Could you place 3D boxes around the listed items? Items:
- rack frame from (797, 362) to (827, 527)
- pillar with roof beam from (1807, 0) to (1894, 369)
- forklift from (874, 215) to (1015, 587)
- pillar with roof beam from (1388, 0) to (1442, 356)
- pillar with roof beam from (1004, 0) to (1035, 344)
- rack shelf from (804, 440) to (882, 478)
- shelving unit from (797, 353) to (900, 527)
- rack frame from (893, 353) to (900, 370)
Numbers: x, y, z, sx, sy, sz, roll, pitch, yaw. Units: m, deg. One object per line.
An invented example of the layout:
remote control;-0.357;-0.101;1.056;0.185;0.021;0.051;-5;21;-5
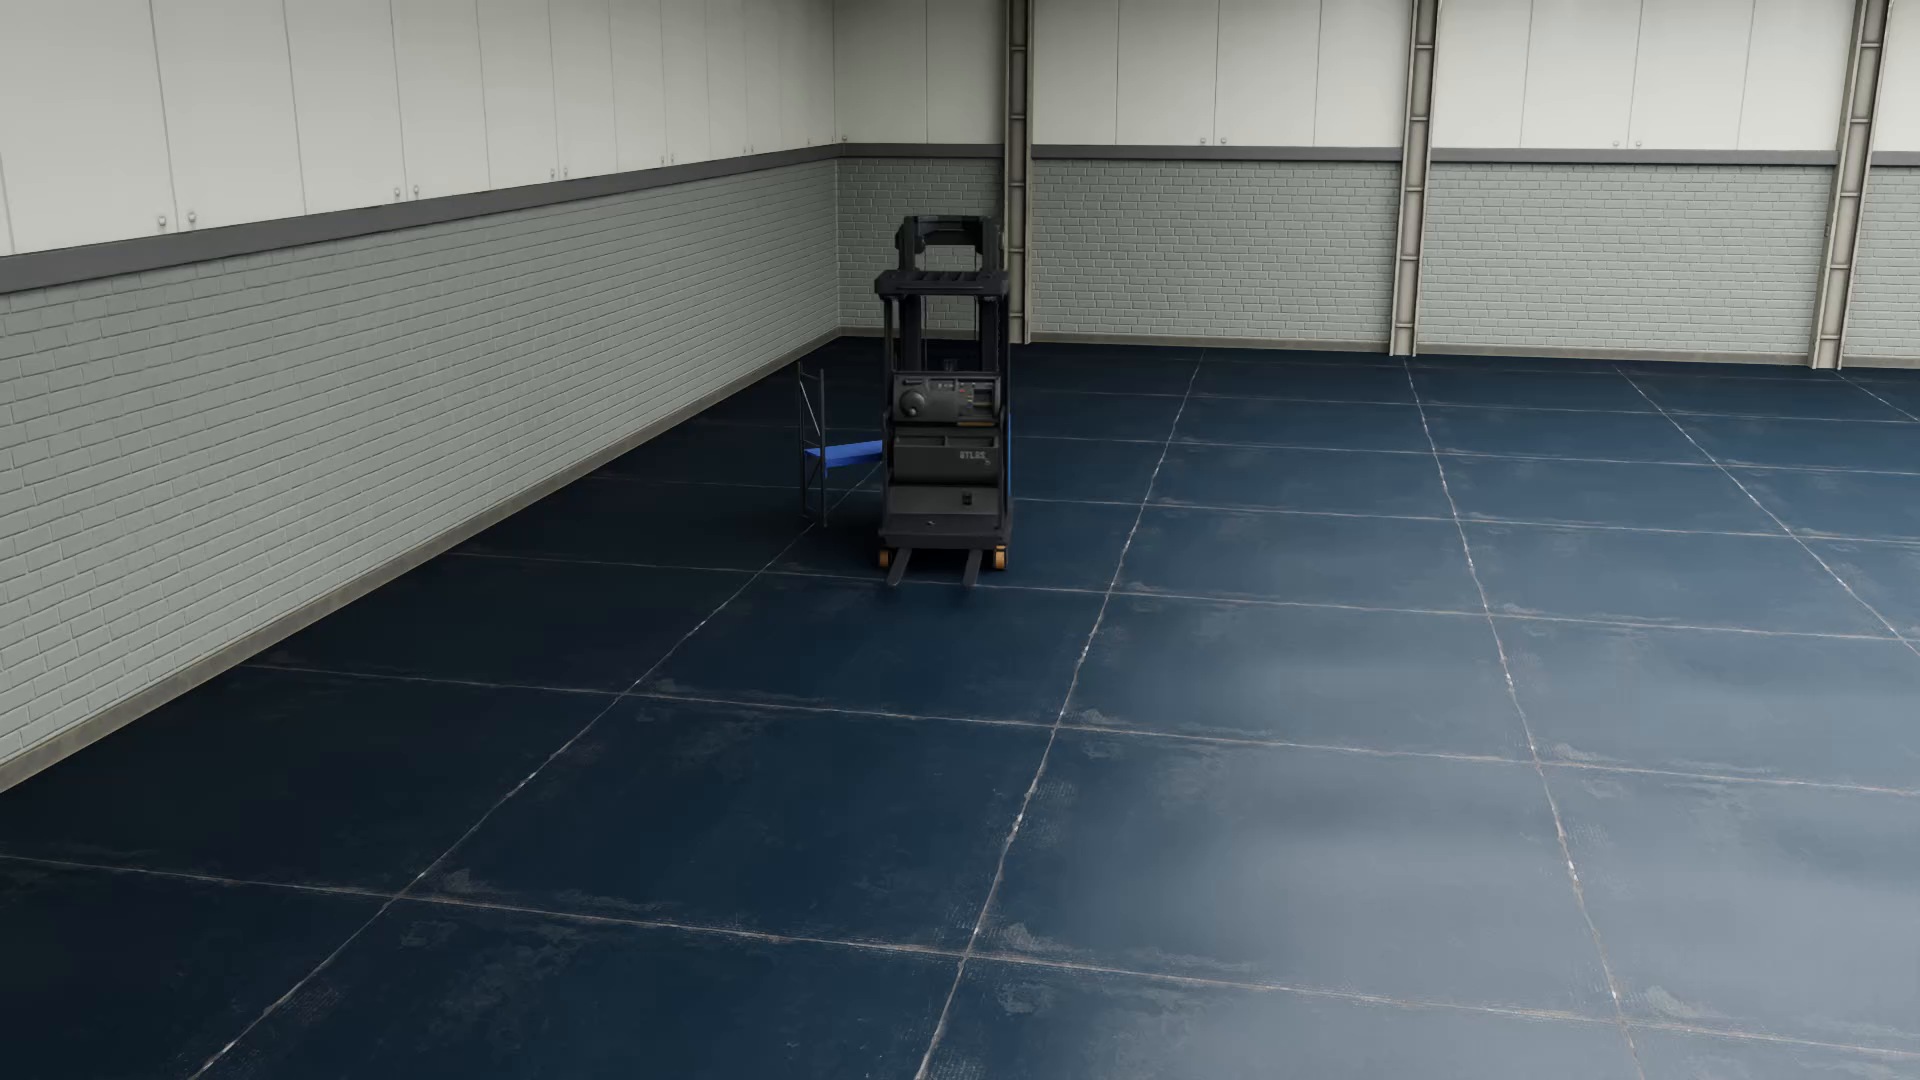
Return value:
rack frame;-1.397;-0.901;15.694;0.032;1.500;0.500;-9;18;-30
pillar with roof beam;11.816;-5.746;19.137;0.400;9.000;9.100;3;16;11
forklift;-0.129;-1.240;14.238;1.130;2.935;3.031;1;16;4
pillar with roof beam;5.936;-6.065;20.289;0.400;9.000;9.100;3;16;11
pillar with roof beam;0.056;-6.384;21.441;0.400;9.000;9.100;3;16;11
rack shelf;-0.961;-0.798;15.994;1.000;0.185;0.538;-9;18;-30
shelving unit;-0.961;-0.971;15.946;1.048;1.500;0.538;-9;18;-30
rack frame;-0.525;-1.041;16.197;0.032;1.500;0.500;-9;18;-30
